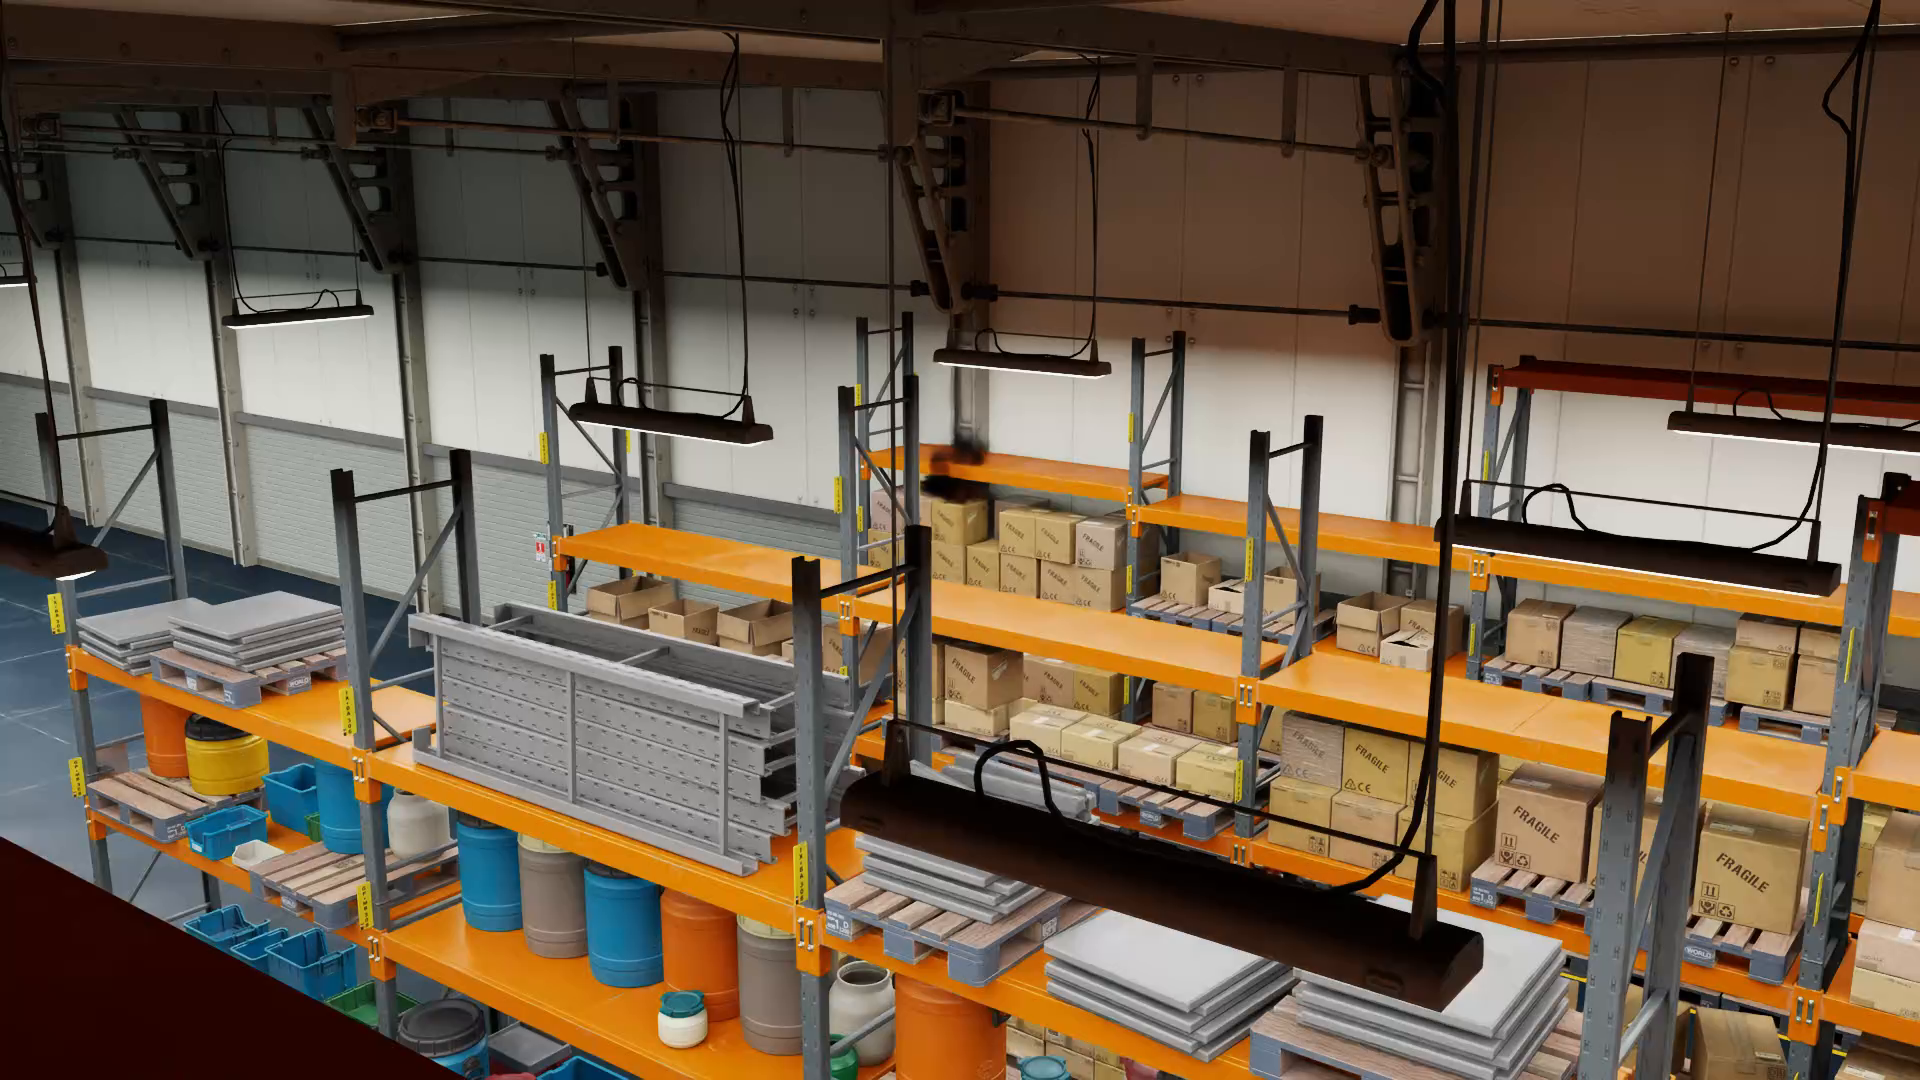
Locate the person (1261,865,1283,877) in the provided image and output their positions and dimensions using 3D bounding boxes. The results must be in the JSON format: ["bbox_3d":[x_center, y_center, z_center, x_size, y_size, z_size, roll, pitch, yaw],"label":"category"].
[{"bbox_3d":[2.971,3.716,15.397,0.873,1.767,0.683,10,16,36],"label":"person"}]
